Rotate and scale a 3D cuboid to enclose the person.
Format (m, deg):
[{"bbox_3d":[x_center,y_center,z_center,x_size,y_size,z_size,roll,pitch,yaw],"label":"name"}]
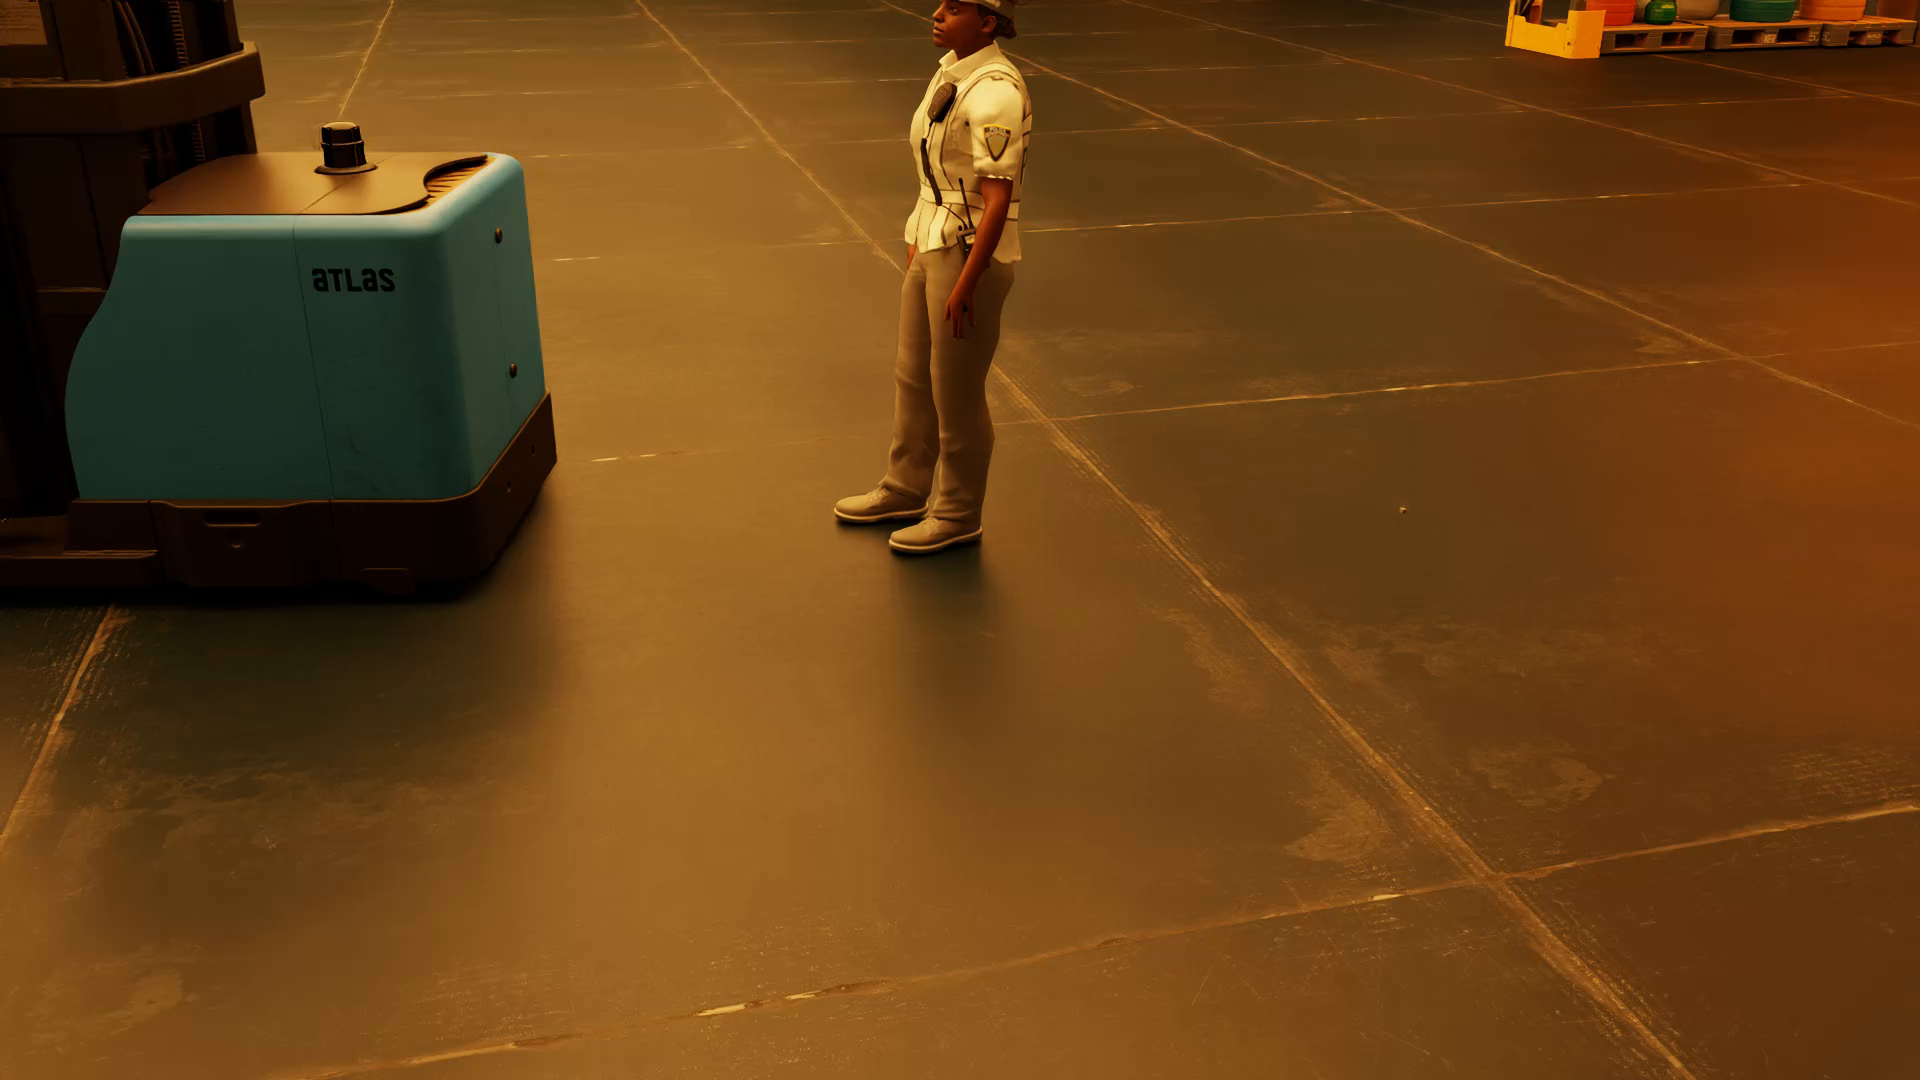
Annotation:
[{"bbox_3d":[-0.078,-0.786,4.717,0.528,1.697,0.570,-6,24,-14],"label":"person"}]

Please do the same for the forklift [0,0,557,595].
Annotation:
[{"bbox_3d":[-2.842,-1.373,4.535,3.031,2.935,1.130,0,23,0],"label":"forklift"}]
